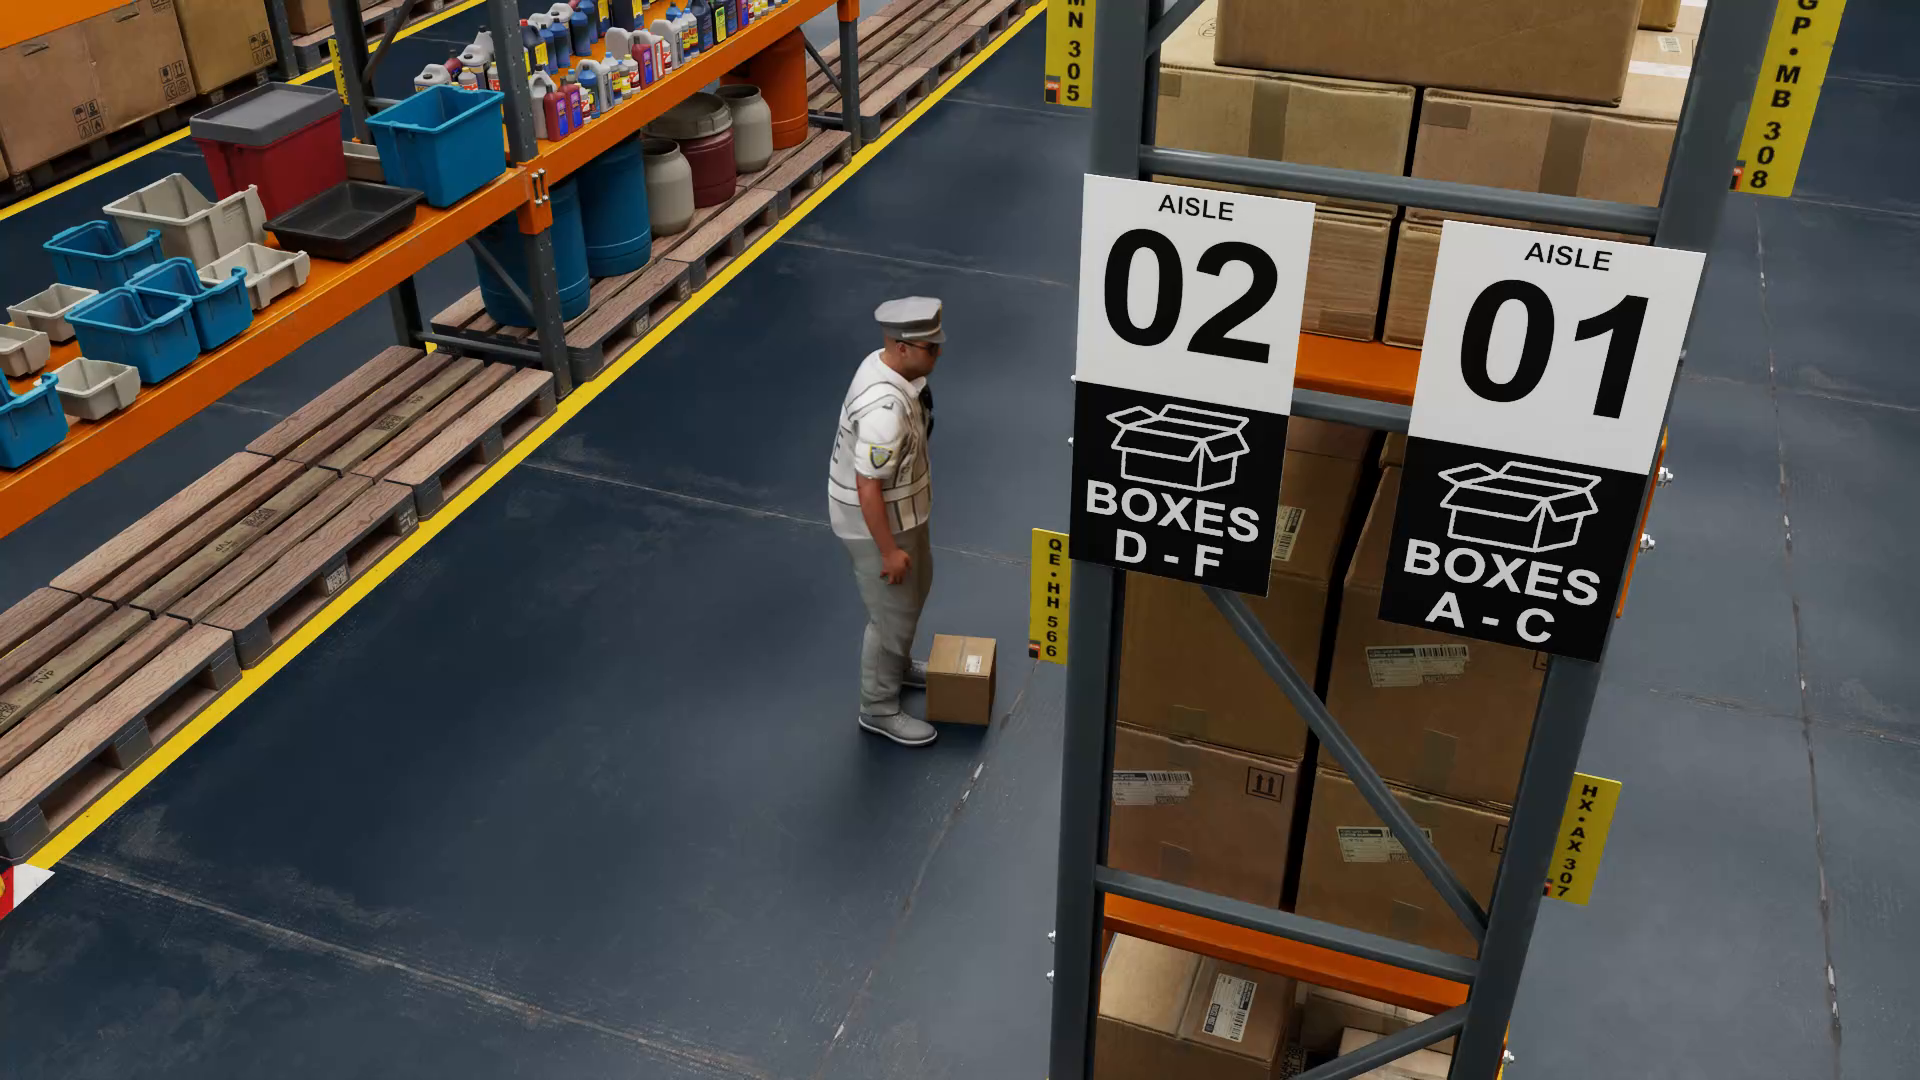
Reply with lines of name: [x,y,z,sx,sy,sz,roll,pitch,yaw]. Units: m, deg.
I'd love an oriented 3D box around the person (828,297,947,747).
person: [-0.263,-0.091,6.273,0.433,1.748,0.595,5,33,7]
